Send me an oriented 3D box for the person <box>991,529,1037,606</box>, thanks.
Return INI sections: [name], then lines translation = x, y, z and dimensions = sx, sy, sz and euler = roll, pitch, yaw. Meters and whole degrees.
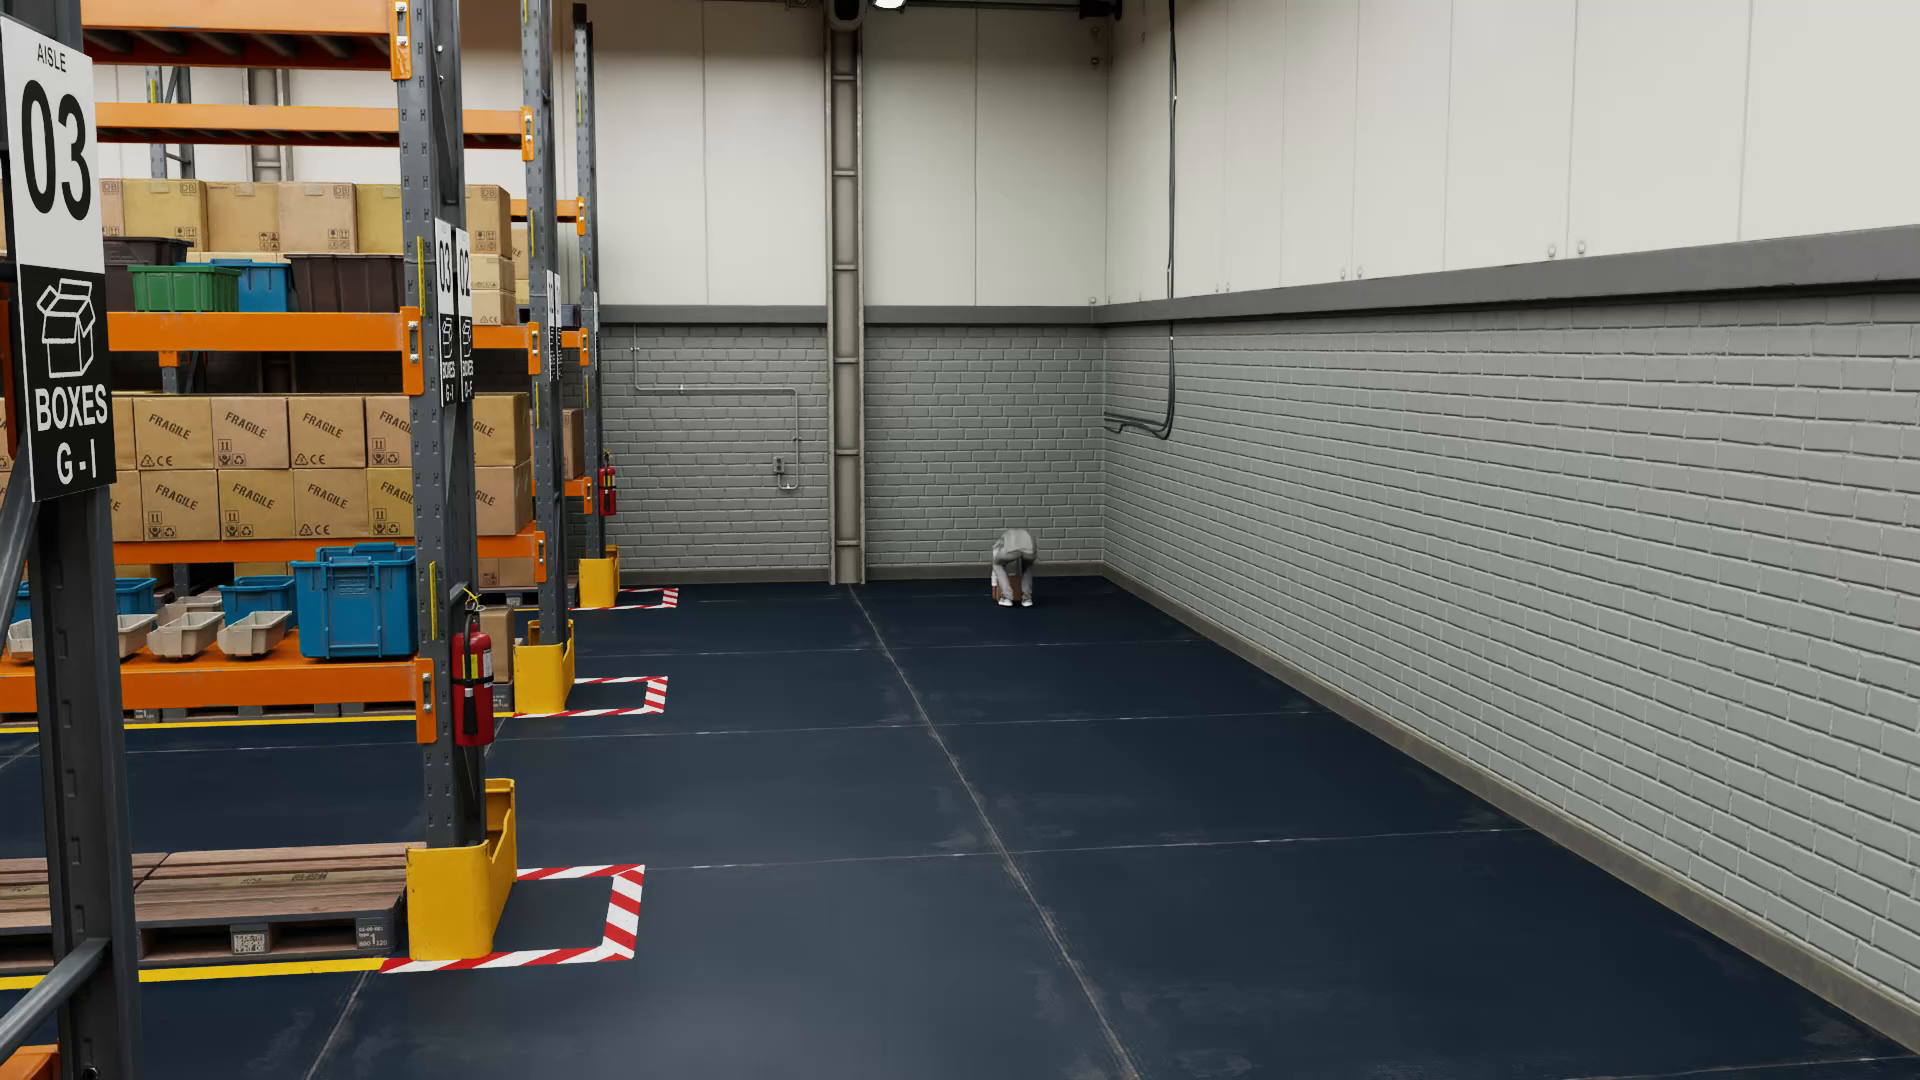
[person]
translation = 0.551, 0.275, 17.182
dimensions = 0.425, 0.808, 0.864
euler = -1, 7, -11
